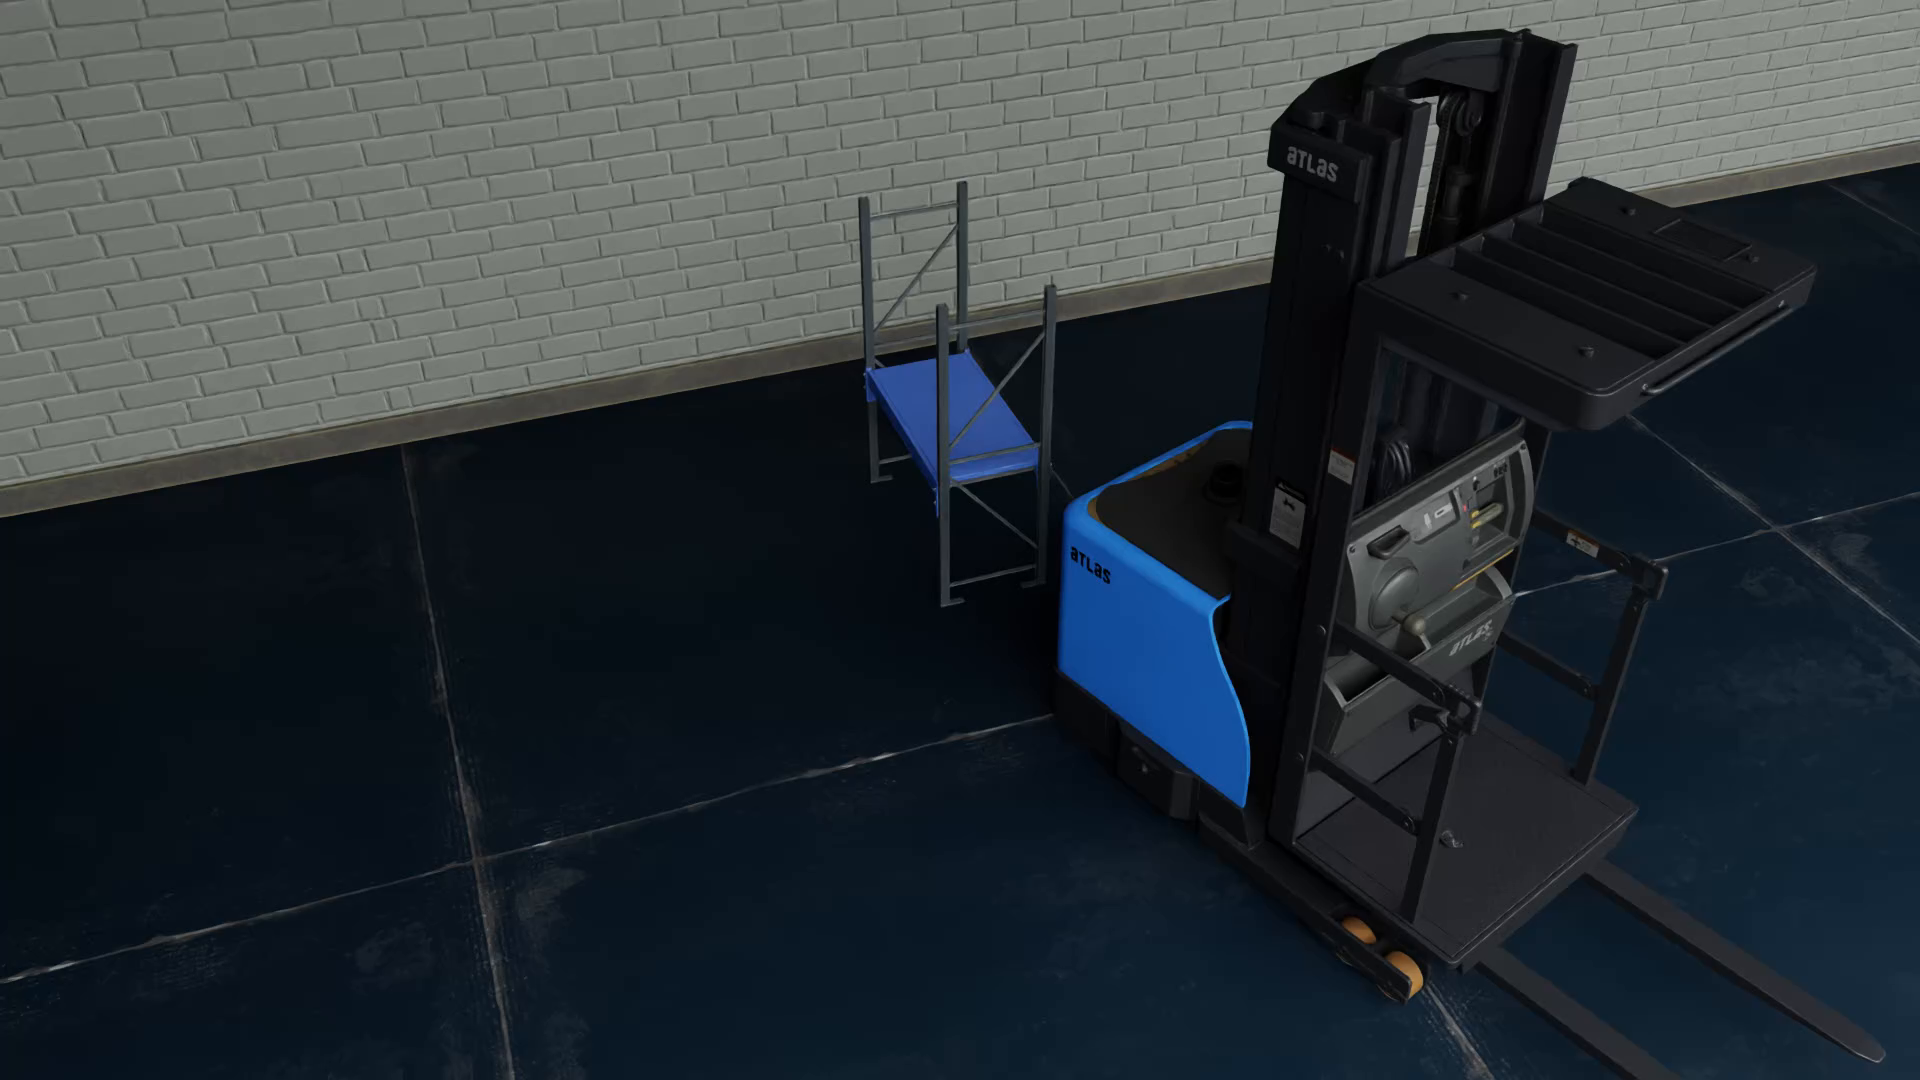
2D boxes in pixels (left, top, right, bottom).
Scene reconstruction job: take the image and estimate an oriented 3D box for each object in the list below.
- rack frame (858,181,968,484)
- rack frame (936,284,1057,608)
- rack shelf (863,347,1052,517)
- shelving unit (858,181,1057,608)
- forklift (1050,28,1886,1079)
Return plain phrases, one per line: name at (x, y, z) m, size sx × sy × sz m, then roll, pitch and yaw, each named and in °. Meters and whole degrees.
rack frame at (-0.204, -0.934, 7.744) m, size 0.500 × 1.500 × 0.032 m, roll -12°, pitch 39°, yaw -16°
rack frame at (0.146, -0.360, 6.981) m, size 0.500 × 1.500 × 0.032 m, roll -12°, pitch 39°, yaw -16°
rack shelf at (-0.029, -0.504, 7.471) m, size 0.538 × 0.185 × 1.000 m, roll -12°, pitch 39°, yaw -16°
shelving unit at (-0.029, -0.647, 7.363) m, size 0.538 × 1.500 × 1.048 m, roll -12°, pitch 39°, yaw -16°
forklift at (1.694, 0.052, 5.244) m, size 1.130 × 2.935 × 3.031 m, roll -27°, pitch 44°, yaw -31°
